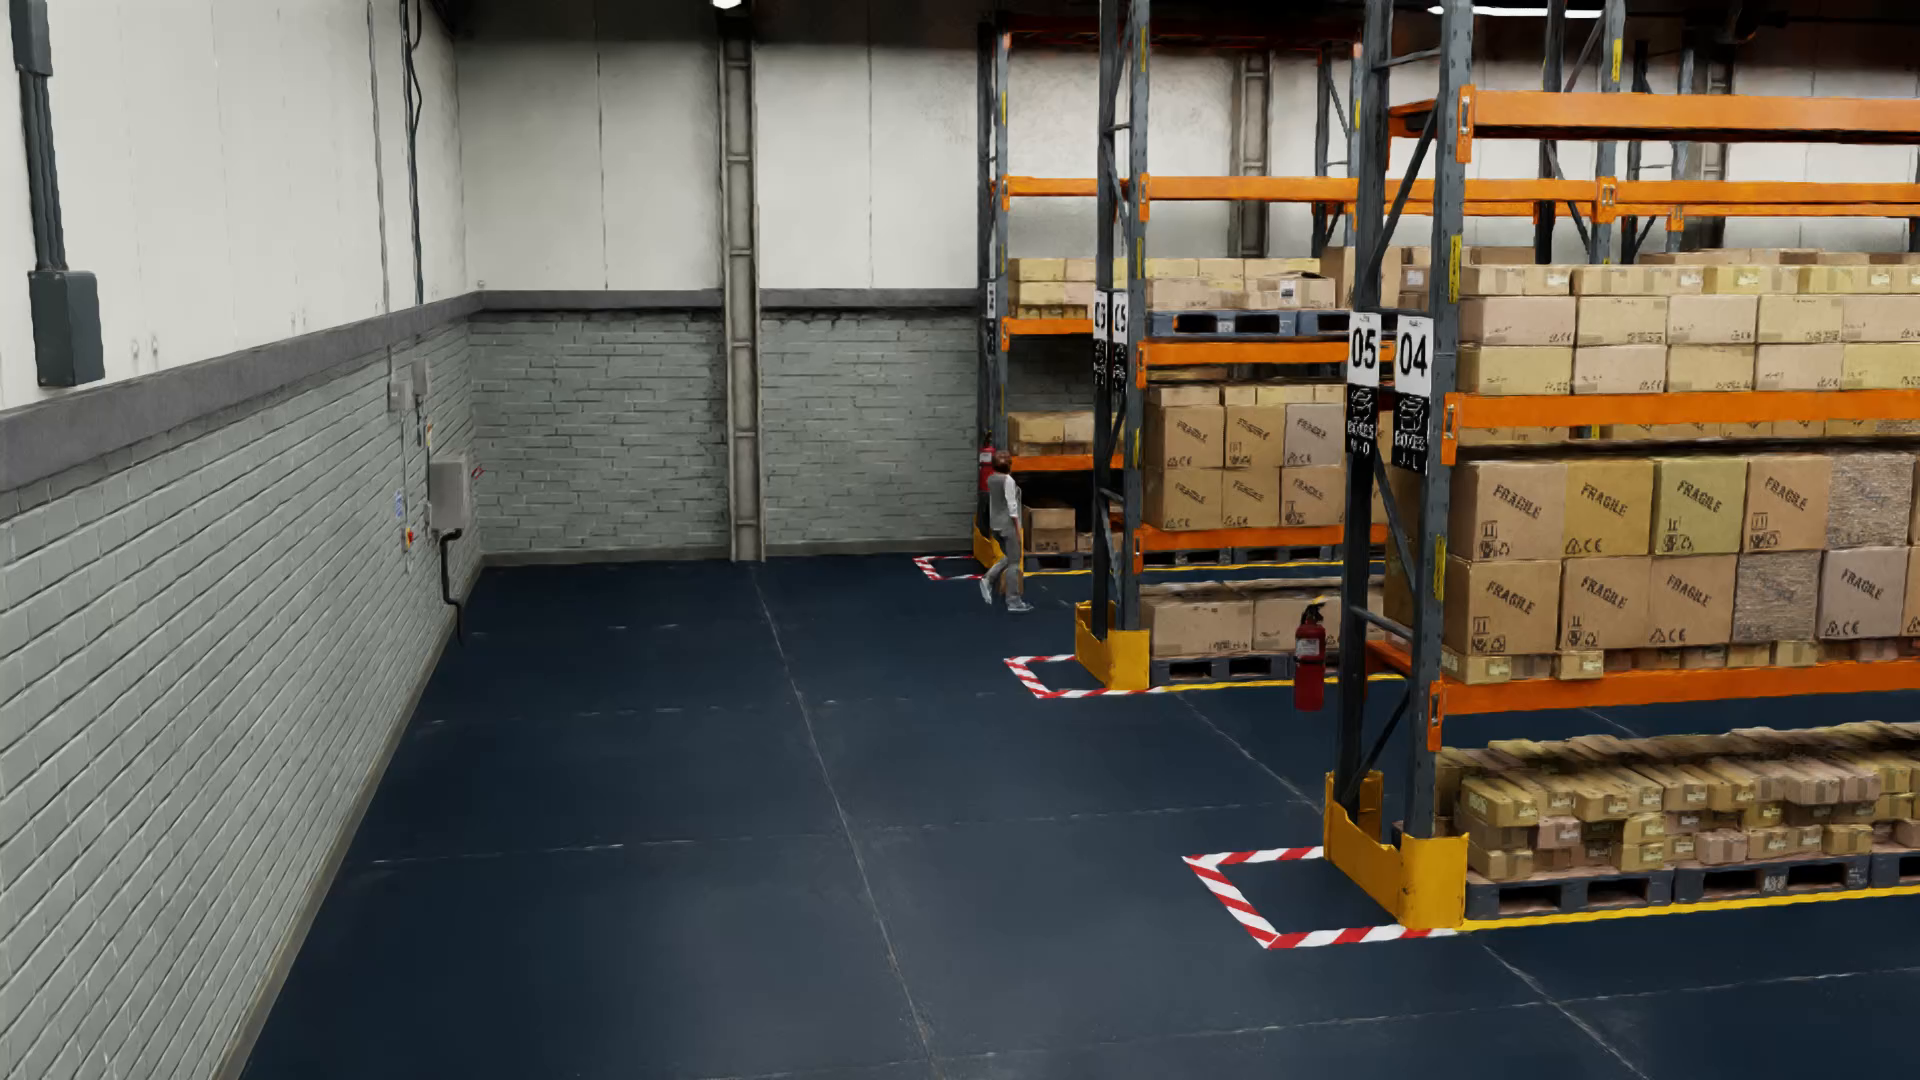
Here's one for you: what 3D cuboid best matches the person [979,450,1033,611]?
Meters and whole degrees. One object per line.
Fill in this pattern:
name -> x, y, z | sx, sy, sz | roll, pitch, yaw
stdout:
person -> 0.412, -0.093, 16.396 | 0.499, 1.583, 0.498 | -6, 12, -32
